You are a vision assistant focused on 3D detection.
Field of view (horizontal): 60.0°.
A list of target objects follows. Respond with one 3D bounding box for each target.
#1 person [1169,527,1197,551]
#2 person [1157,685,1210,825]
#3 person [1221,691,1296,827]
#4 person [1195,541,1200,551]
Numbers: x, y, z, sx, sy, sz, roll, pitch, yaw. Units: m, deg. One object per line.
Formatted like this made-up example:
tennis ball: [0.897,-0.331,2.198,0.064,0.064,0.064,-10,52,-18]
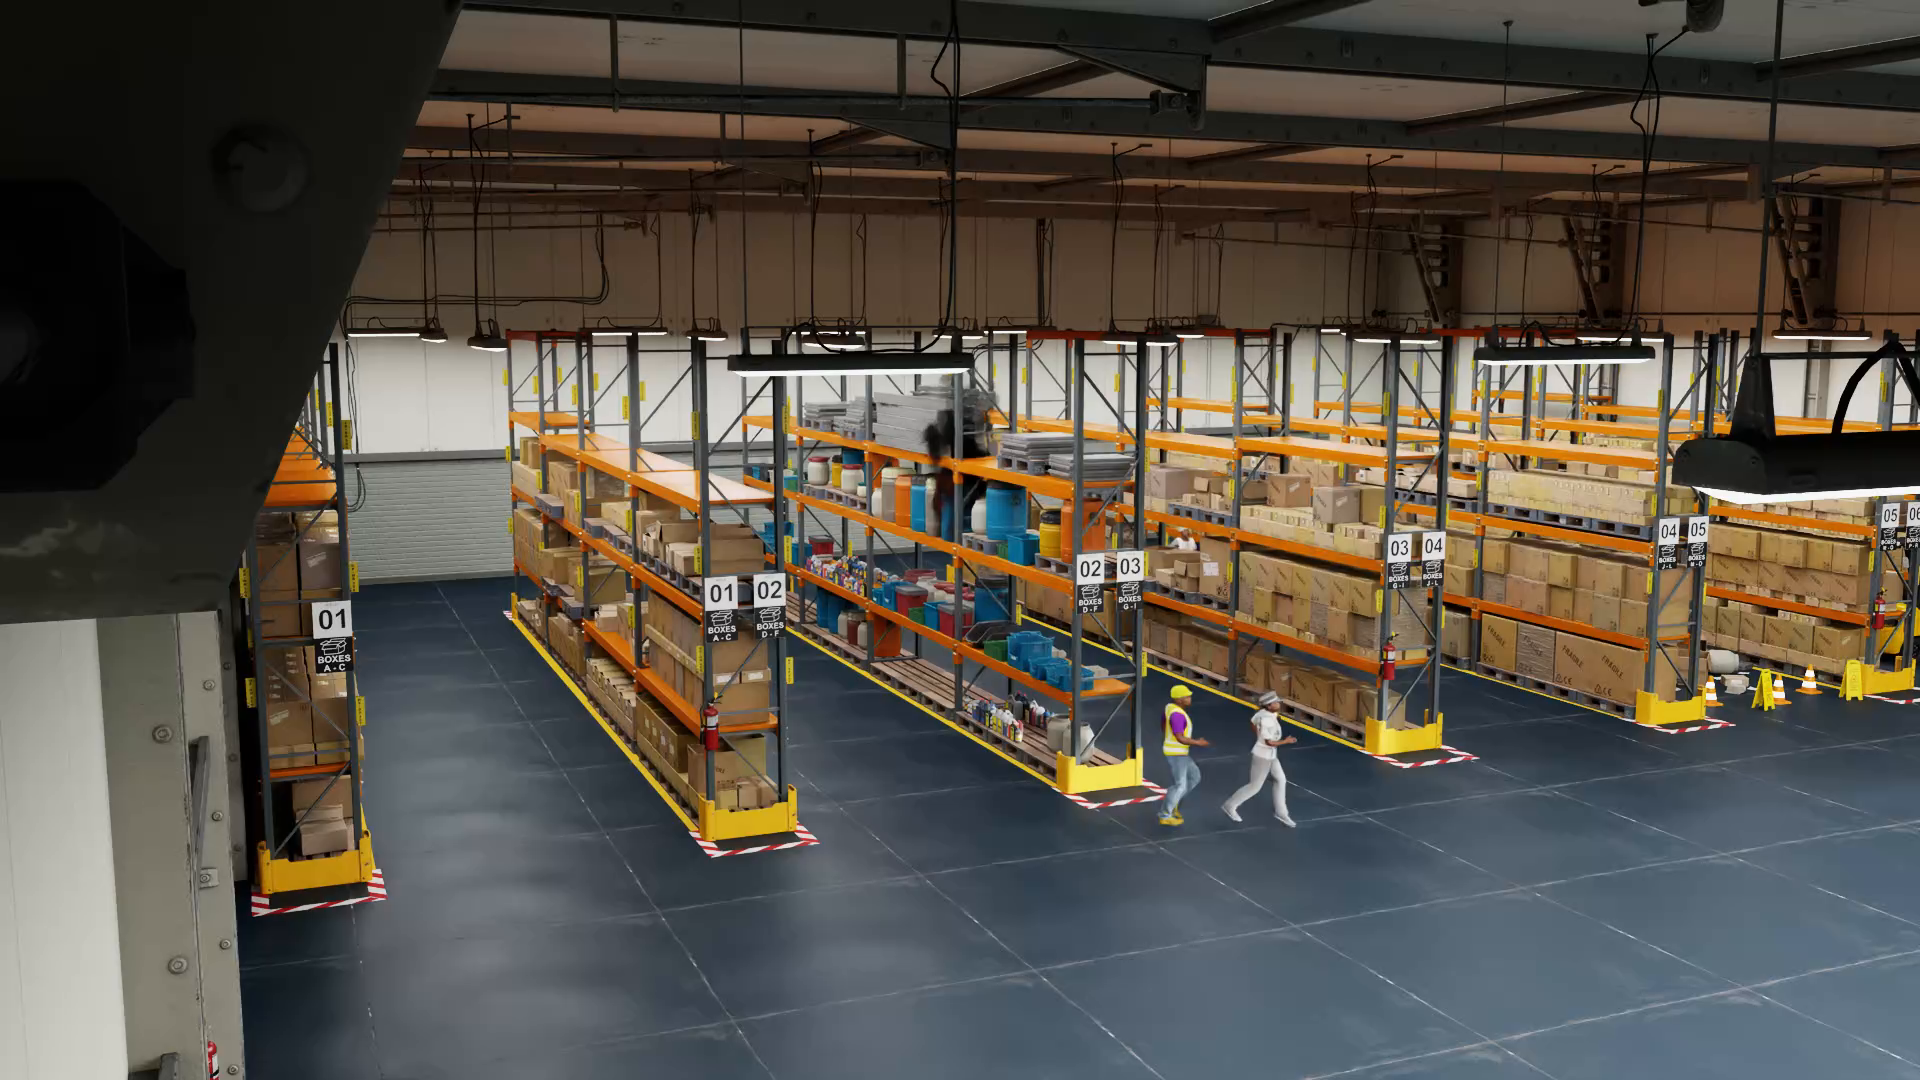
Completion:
person: [4.878,0.546,36.212,0.696,1.749,0.826,-3,8,-23]
person: [2.781,2.658,20.773,0.636,1.715,0.734,0,8,3]
person: [3.722,2.704,20.607,0.919,1.737,0.586,2,8,13]
person: [5.951,-0.248,42.467,0.753,1.707,0.577,-3,8,-18]
